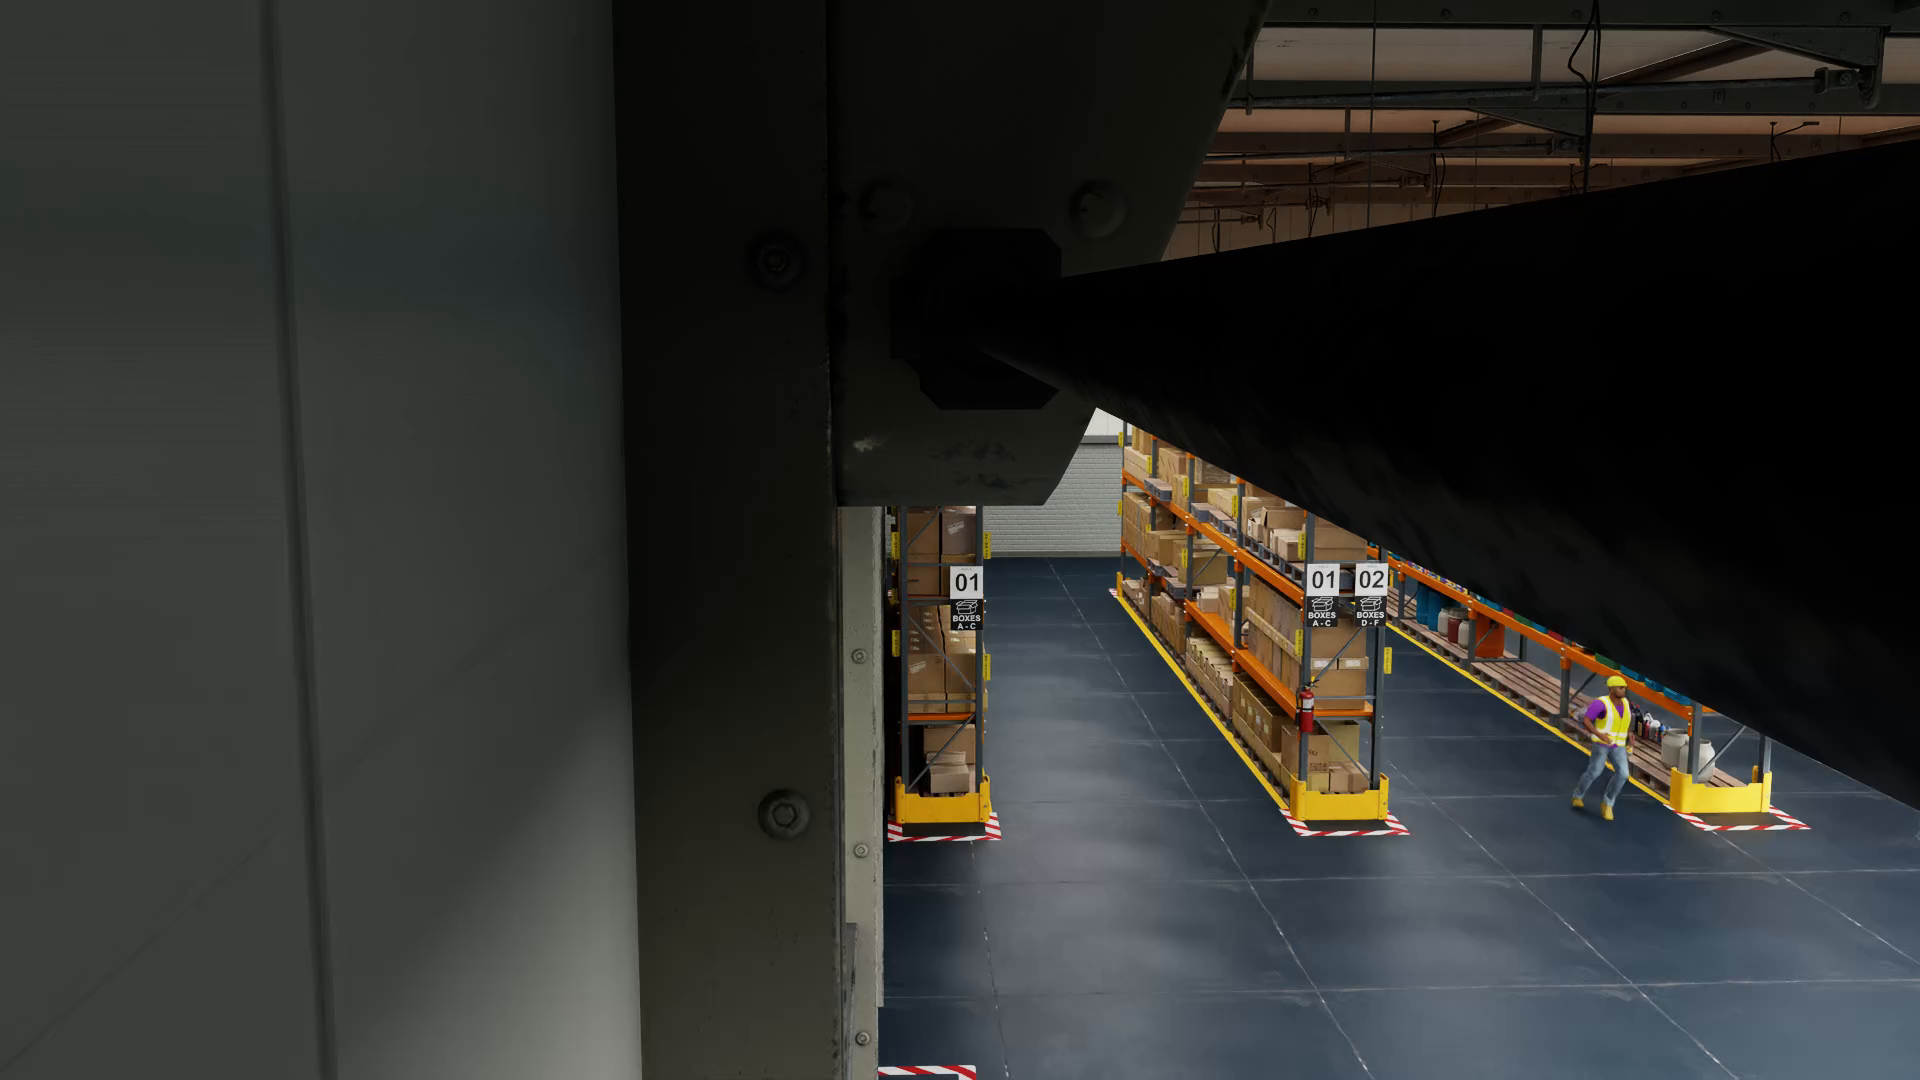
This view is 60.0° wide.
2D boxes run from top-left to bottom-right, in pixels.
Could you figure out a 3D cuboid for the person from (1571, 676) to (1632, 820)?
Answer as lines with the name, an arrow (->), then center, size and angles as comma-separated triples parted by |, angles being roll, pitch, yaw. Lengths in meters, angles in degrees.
person -> 8.119, 2.573, 20.792 | 0.762, 1.781, 0.680 | -2, 8, -11
